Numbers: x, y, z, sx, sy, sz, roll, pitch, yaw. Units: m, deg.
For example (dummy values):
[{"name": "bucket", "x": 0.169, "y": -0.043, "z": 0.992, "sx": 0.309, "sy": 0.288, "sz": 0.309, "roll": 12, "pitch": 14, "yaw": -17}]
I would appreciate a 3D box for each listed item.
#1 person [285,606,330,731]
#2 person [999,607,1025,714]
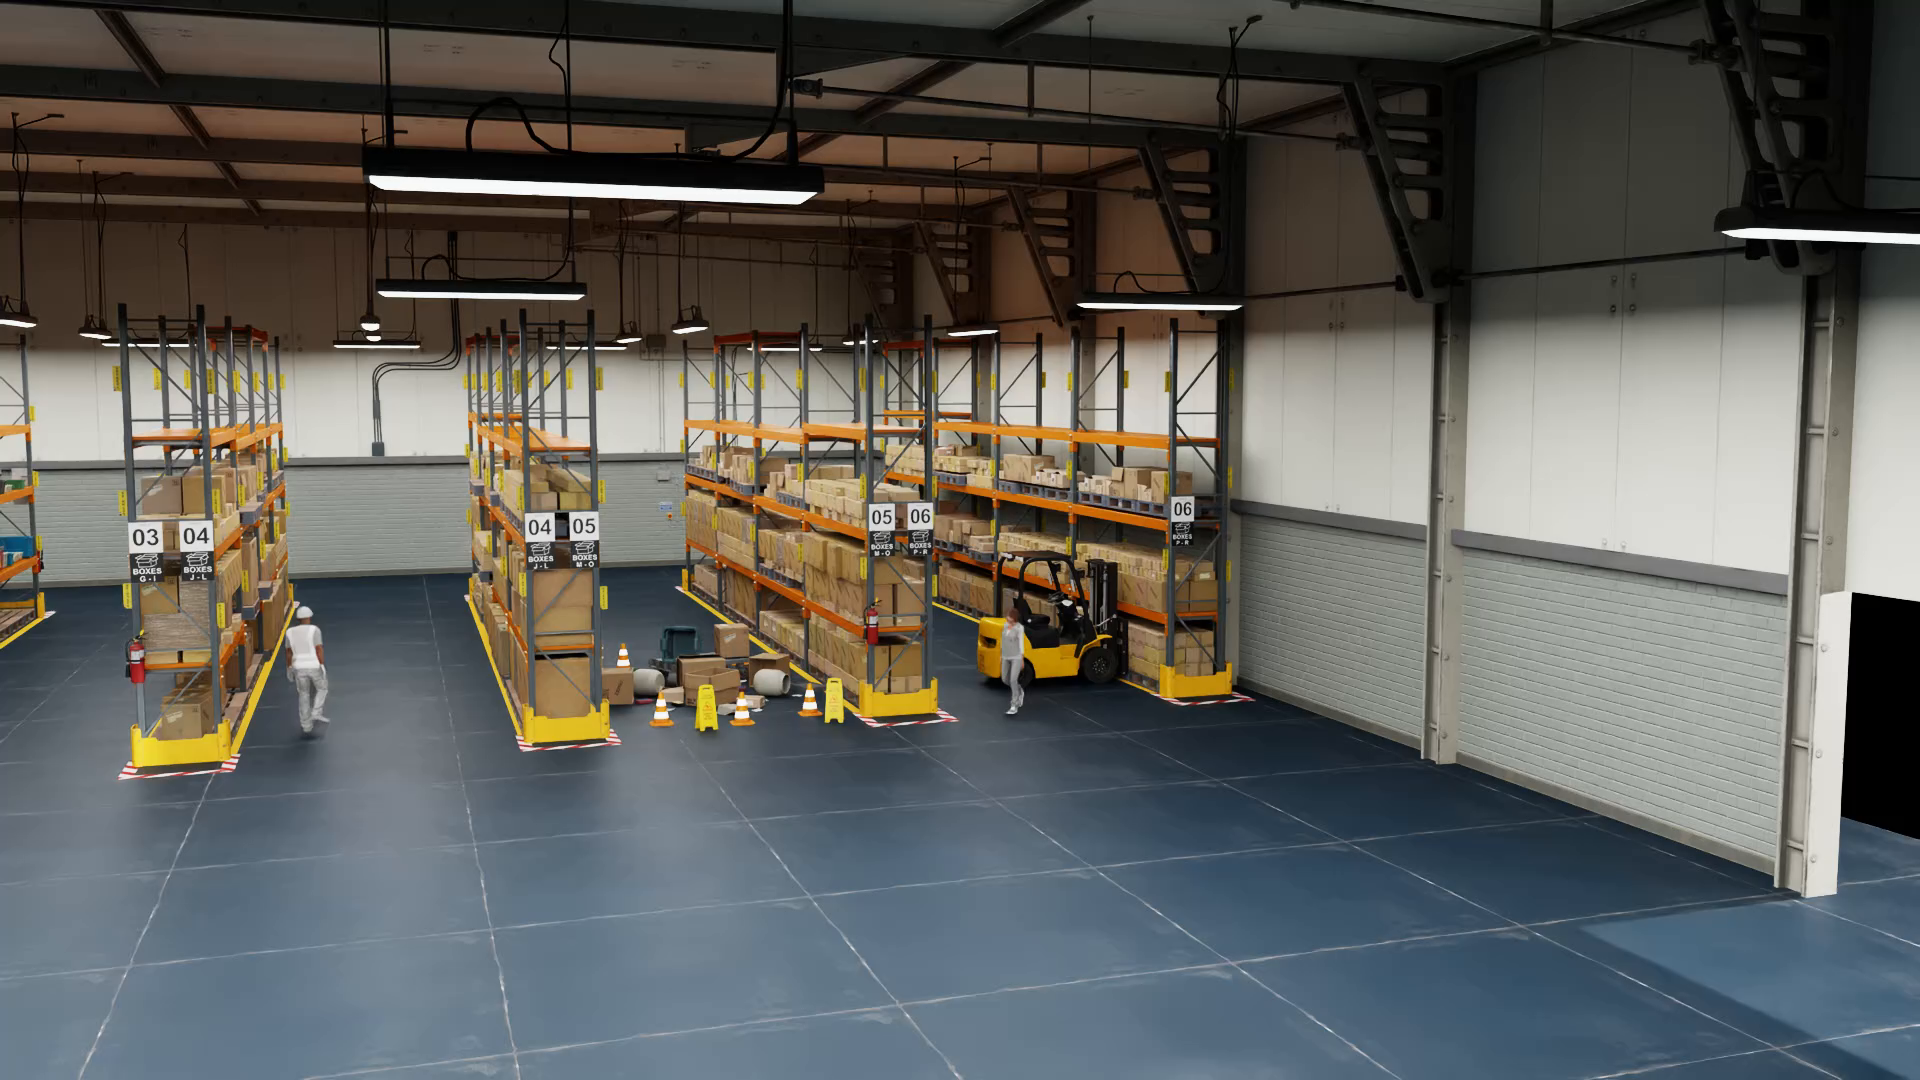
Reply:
[{"name": "person", "x": -9.388, "y": 1.849, "z": 23.899, "sx": 0.595, "sy": 1.773, "sz": 0.541, "roll": -1, "pitch": 6, "yaw": -10}, {"name": "person", "x": 0.835, "y": 1.807, "z": 25.269, "sx": 0.402, "sy": 1.596, "sz": 0.633, "roll": 5, "pitch": 7, "yaw": 41}]
